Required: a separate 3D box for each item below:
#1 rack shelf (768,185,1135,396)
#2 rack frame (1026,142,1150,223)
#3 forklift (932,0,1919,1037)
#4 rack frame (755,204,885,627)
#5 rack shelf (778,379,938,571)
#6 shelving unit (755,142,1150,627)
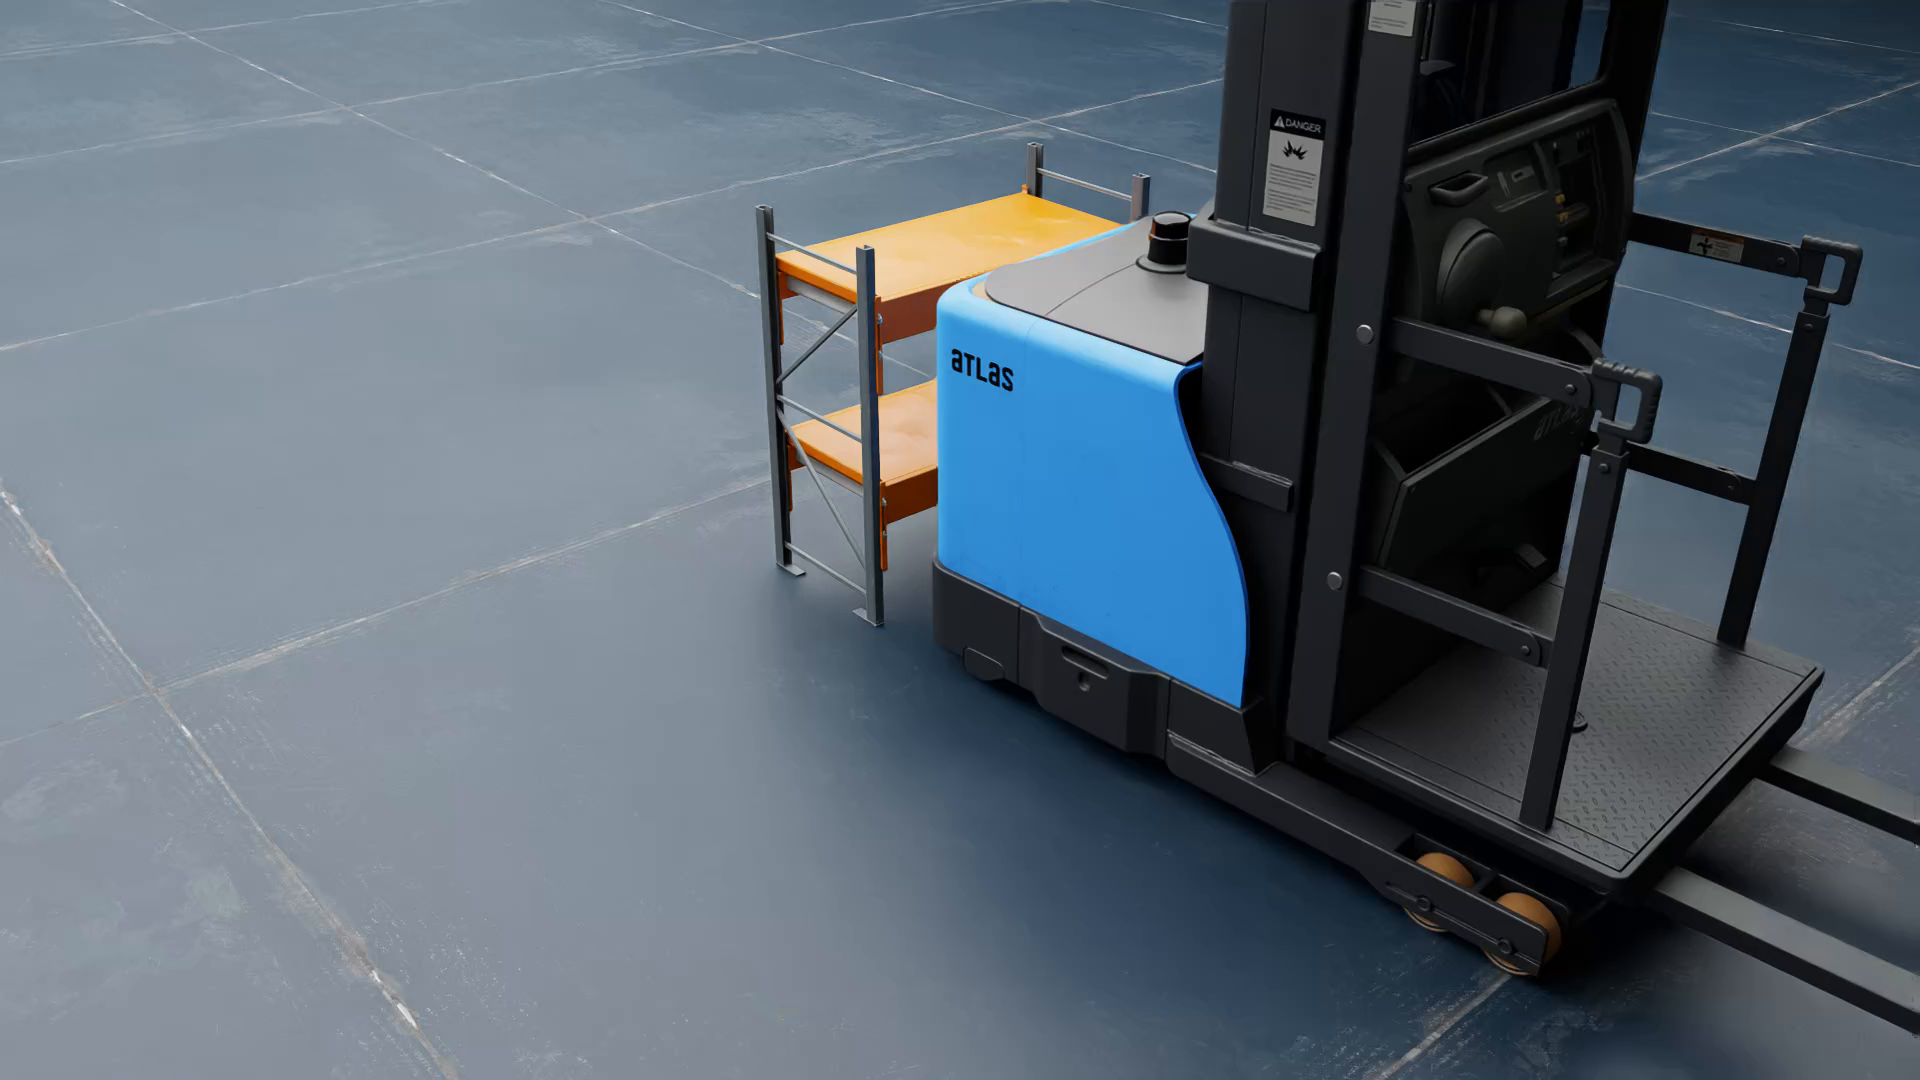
[{"bbox_3d":[-0.005,-0.752,4.843,1.000,0.278,0.538,-22,35,-35],"label":"rack shelf"},{"bbox_3d":[0.382,-0.650,5.272,0.032,1.125,0.500,-22,35,-35],"label":"rack frame"},{"bbox_3d":[1.332,-0.650,3.357,3.031,2.935,1.130,25,37,38],"label":"forklift"},{"bbox_3d":[-0.392,-0.339,4.690,0.032,1.125,0.500,-22,35,-35],"label":"rack frame"},{"bbox_3d":[-0.005,-0.278,5.096,1.000,0.278,0.538,-22,35,-35],"label":"rack shelf"},{"bbox_3d":[-0.005,-0.494,4.981,1.048,1.125,0.538,-22,35,-35],"label":"shelving unit"}]
